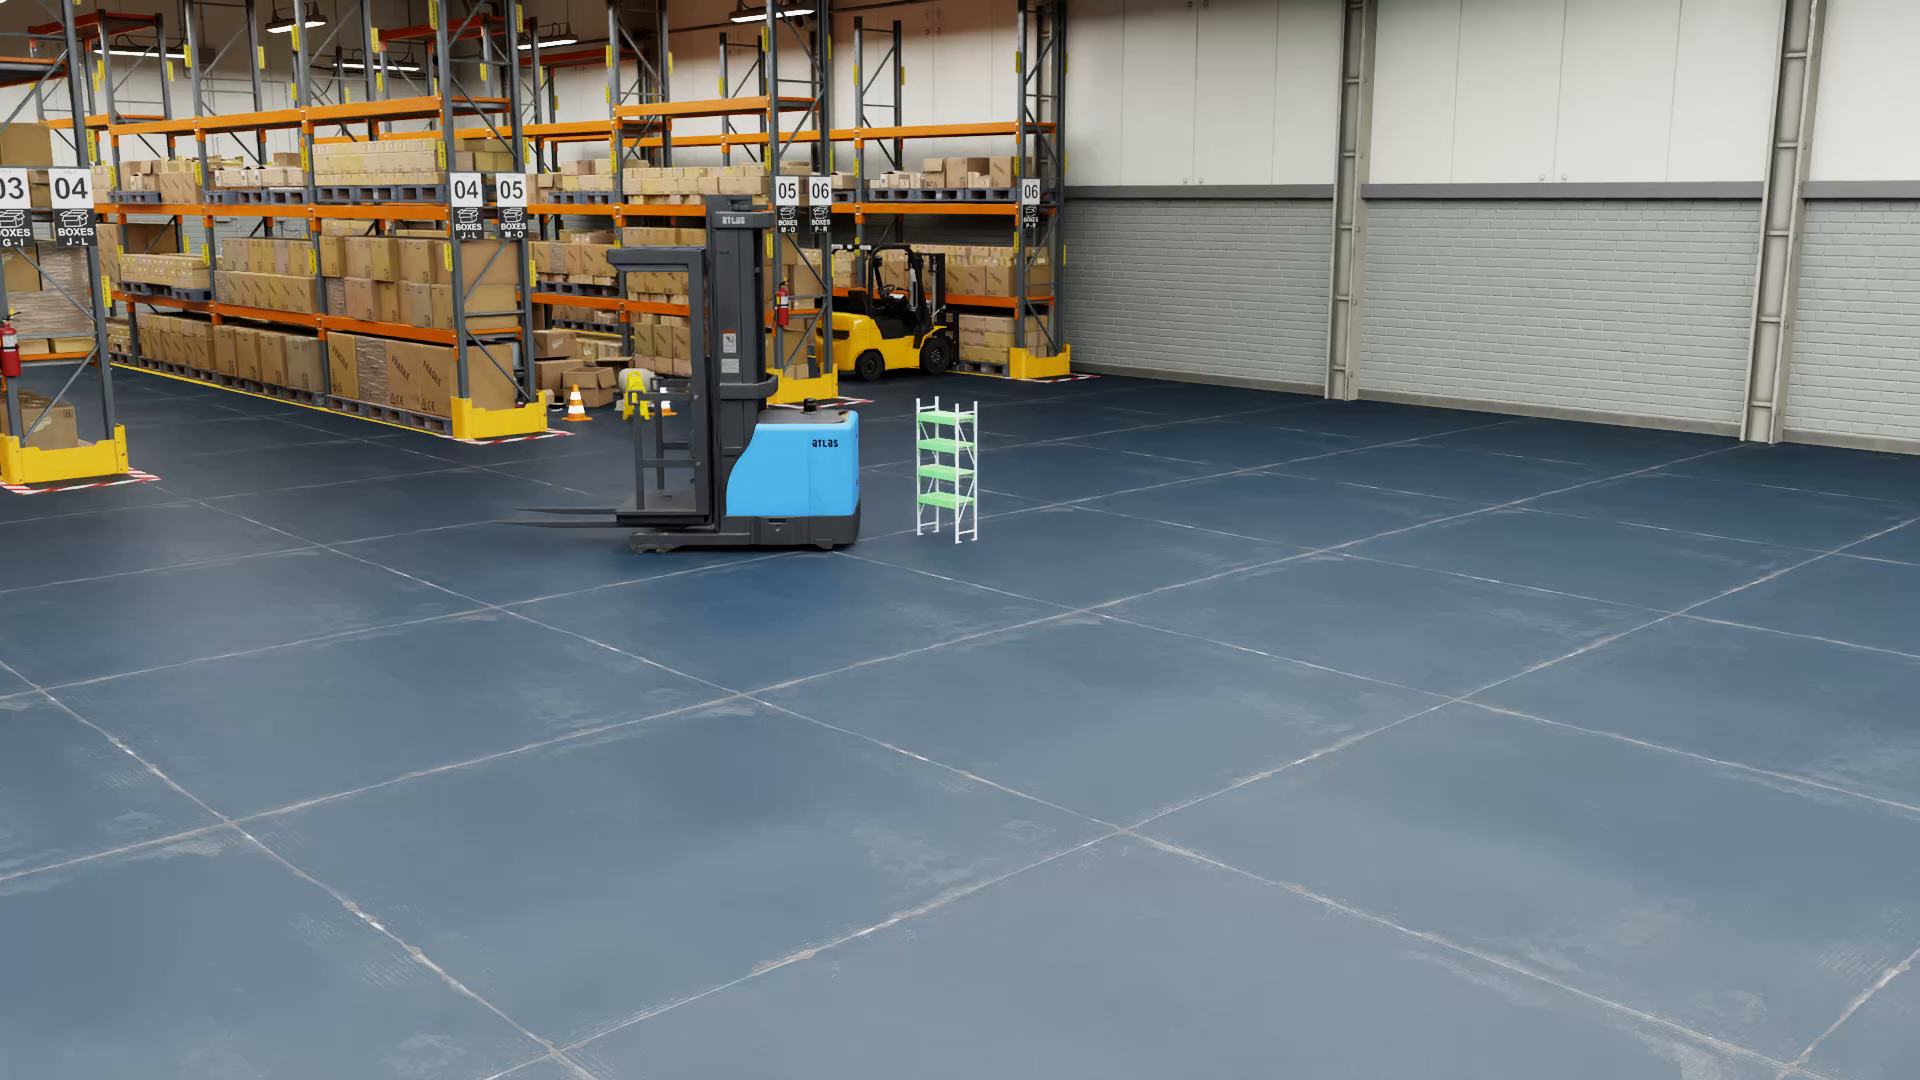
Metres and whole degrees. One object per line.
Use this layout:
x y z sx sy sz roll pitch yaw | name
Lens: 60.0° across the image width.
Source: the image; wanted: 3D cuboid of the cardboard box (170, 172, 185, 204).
-12.241 -5.612 26.536 0.500 0.500 0.500 -11 16 -43 | cardboard box

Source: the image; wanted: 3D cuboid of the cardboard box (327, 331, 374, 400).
-8.162 -2.455 23.116 0.875 0.875 0.875 -11 16 -42 | cardboard box

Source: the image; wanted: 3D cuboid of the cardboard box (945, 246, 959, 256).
-0.039 -4.912 28.225 0.380 0.149 0.250 -10 16 -41 | cardboard box

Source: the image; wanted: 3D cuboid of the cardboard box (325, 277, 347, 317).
-8.282 -3.412 23.169 0.875 0.550 0.550 -11 16 -43 | cardboard box

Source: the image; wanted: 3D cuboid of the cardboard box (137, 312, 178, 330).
-13.751 -3.763 28.536 0.500 0.250 0.500 11 16 43 | cardboard box

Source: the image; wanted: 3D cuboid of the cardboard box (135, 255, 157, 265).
-13.588 -4.697 27.882 0.380 0.149 0.250 -11 16 -43 | cardboard box

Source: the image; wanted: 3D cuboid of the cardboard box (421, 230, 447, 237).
-9.748 -5.554 31.208 0.500 0.500 0.500 11 16 44 | cardboard box

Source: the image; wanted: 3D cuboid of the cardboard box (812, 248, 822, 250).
-2.765 -5.498 31.807 0.380 0.149 0.250 -10 15 -41 | cardboard box

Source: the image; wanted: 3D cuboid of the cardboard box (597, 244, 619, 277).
-5.520 -4.531 26.946 0.500 0.500 0.500 -11 16 -44 | cardboard box

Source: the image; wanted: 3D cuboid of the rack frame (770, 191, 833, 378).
-2.273 -3.512 24.023 1.000 3.000 0.127 -11 16 -43 | rack frame

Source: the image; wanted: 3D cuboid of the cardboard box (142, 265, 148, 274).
-13.404 -4.513 27.729 0.380 0.149 0.250 -10 15 -40 | cardboard box

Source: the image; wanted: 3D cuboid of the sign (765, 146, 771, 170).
-2.688 -5.340 23.270 0.100 0.325 0.005 -11 16 -43 | sign

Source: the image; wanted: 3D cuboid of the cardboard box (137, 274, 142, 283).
-13.593 -4.406 27.946 0.380 0.149 0.250 -11 16 -42 | cardboard box

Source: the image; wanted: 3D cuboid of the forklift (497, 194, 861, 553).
-2.397 -1.436 14.117 3.031 2.935 1.130 0 12 0 | forklift

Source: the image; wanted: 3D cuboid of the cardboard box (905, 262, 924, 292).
-0.608 -4.588 29.000 0.500 0.500 0.500 -11 16 -43 | cardboard box

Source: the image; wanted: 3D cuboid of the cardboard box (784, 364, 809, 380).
-2.630 -2.527 25.017 0.500 0.250 0.500 -11 16 -43 | cardboard box

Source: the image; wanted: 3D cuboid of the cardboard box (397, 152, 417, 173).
-6.668 -4.709 20.746 0.500 0.250 0.500 -11 16 -42 | cardboard box

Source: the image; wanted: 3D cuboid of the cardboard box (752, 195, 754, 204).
-2.917 -4.903 23.964 0.380 0.149 0.250 -11 16 -42 | cardboard box

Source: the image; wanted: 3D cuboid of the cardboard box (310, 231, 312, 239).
-13.197 -6.276 34.714 0.500 0.500 0.500 -11 16 -44 | cardboard box

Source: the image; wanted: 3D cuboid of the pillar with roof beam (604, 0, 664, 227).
-9.915 -8.521 33.469 9.100 9.000 0.548 -11 16 -43 | pillar with roof beam

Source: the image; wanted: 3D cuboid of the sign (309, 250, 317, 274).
-8.931 -3.842 22.954 0.100 0.325 0.005 -11 16 -43 | sign

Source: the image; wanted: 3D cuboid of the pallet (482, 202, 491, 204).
-8.280 -6.143 29.827 1.213 0.211 1.003 -10 15 -40 | pallet

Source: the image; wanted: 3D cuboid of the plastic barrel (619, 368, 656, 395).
-4.794 -2.340 24.722 0.512 0.421 0.421 -1 12 -4 | plastic barrel

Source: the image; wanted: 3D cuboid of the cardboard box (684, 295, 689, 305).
-3.979 -3.661 25.370 0.380 0.149 0.250 -11 16 -43 | cardboard box

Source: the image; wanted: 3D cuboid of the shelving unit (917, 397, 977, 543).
-0.114 -0.612 14.408 0.258 1.200 0.503 -11 16 -43 | shelving unit

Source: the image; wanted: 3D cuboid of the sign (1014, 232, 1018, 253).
0.913 -4.814 26.885 0.100 0.325 0.005 -11 16 -43 | sign

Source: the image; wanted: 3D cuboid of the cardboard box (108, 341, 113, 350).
-15.302 -3.529 30.130 0.380 0.149 0.250 -11 16 -43 | cardboard box

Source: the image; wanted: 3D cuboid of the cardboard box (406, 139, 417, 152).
-6.609 -4.874 20.562 0.380 0.149 0.250 -11 16 -42 | cardboard box

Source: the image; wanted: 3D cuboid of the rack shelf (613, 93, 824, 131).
-3.654 -6.388 24.908 1.077 0.370 4.000 -11 16 -43 | rack shelf

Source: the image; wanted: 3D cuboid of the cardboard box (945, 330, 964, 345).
0.042 -3.482 28.415 0.500 0.250 0.500 -11 16 -44 | cardboard box

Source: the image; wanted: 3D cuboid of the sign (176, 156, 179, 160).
-13.671 -6.552 29.087 0.100 0.325 0.005 -11 16 -43 | sign

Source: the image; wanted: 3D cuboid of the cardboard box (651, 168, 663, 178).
-4.515 -5.625 25.493 0.380 0.149 0.250 -11 16 -43 | cardboard box

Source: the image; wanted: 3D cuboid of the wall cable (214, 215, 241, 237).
-17.233 -7.180 39.230 0.585 1.953 0.123 -11 16 -43 | wall cable

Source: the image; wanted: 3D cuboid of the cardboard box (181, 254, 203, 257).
-12.940 -4.749 28.138 0.250 0.149 0.380 11 16 43 | cardboard box

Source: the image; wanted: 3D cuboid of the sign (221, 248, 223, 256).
-17.310 -6.801 39.319 0.327 0.218 0.001 -11 16 -43 | sign

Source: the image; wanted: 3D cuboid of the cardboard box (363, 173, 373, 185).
-7.489 -4.669 21.542 0.380 0.149 0.250 -11 16 -42 | cardboard box

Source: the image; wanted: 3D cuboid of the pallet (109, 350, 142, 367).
-14.559 -3.286 29.837 1.003 0.211 1.213 -11 16 -43 | pallet

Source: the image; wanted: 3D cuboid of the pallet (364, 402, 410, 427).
-7.230 -1.725 22.262 1.003 0.211 1.213 -11 16 -43 | pallet

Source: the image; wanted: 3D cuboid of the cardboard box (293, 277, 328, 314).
-9.099 -3.479 23.616 0.500 0.500 0.500 -11 16 -43 | cardboard box

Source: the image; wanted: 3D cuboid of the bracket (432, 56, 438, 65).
-13.125 -12.116 42.001 0.235 0.232 0.430 -11 16 -43 | bracket

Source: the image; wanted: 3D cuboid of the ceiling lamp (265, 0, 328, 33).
-11.563 -10.634 29.261 0.800 3.185 2.000 -11 16 -43 | ceiling lamp

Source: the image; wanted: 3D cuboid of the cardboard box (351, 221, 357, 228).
-12.020 -6.349 33.463 0.380 0.149 0.250 -11 16 -43 | cardboard box

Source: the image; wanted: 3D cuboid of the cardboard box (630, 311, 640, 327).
-6.801 -4.835 35.599 0.500 0.500 0.500 -10 15 -40 | cardboard box

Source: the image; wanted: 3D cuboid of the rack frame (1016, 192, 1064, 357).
1.315 -4.204 27.383 1.000 3.000 0.127 -11 16 -43 | rack frame

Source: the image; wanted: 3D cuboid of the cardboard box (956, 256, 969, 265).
0.158 -4.732 28.090 0.250 0.149 0.380 11 16 43 | cardboard box

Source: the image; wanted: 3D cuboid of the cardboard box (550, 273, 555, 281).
-6.760 -4.493 28.369 0.380 0.149 0.250 -10 15 -40 | cardboard box

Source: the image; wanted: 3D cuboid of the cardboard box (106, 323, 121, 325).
-15.458 -3.855 30.240 0.250 0.149 0.380 11 16 43 | cardboard box

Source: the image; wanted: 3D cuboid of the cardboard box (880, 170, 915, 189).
-1.049 -6.313 29.116 0.500 0.311 0.500 -10 16 -41 | cardboard box

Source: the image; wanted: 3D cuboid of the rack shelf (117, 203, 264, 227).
-12.689 -5.383 27.457 1.077 0.370 4.000 -11 16 -43 | rack shelf

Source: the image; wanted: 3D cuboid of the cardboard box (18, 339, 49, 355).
-9.786 -2.021 17.408 0.380 0.149 0.250 -11 16 -43 | cardboard box

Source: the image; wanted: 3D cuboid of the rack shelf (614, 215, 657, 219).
-5.591 -6.780 34.237 1.077 0.370 4.000 -11 16 -43 | rack shelf

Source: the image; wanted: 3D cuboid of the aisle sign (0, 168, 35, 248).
-9.614 -3.353 16.811 0.394 0.787 0.004 -11 16 -43 | aisle sign

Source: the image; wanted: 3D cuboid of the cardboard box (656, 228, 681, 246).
-4.224 -4.531 25.507 0.700 0.500 0.500 -11 16 -44 | cardboard box

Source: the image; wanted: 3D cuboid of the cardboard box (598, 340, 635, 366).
-5.399 -3.090 27.449 0.950 0.372 0.625 -11 16 -42 | cardboard box
